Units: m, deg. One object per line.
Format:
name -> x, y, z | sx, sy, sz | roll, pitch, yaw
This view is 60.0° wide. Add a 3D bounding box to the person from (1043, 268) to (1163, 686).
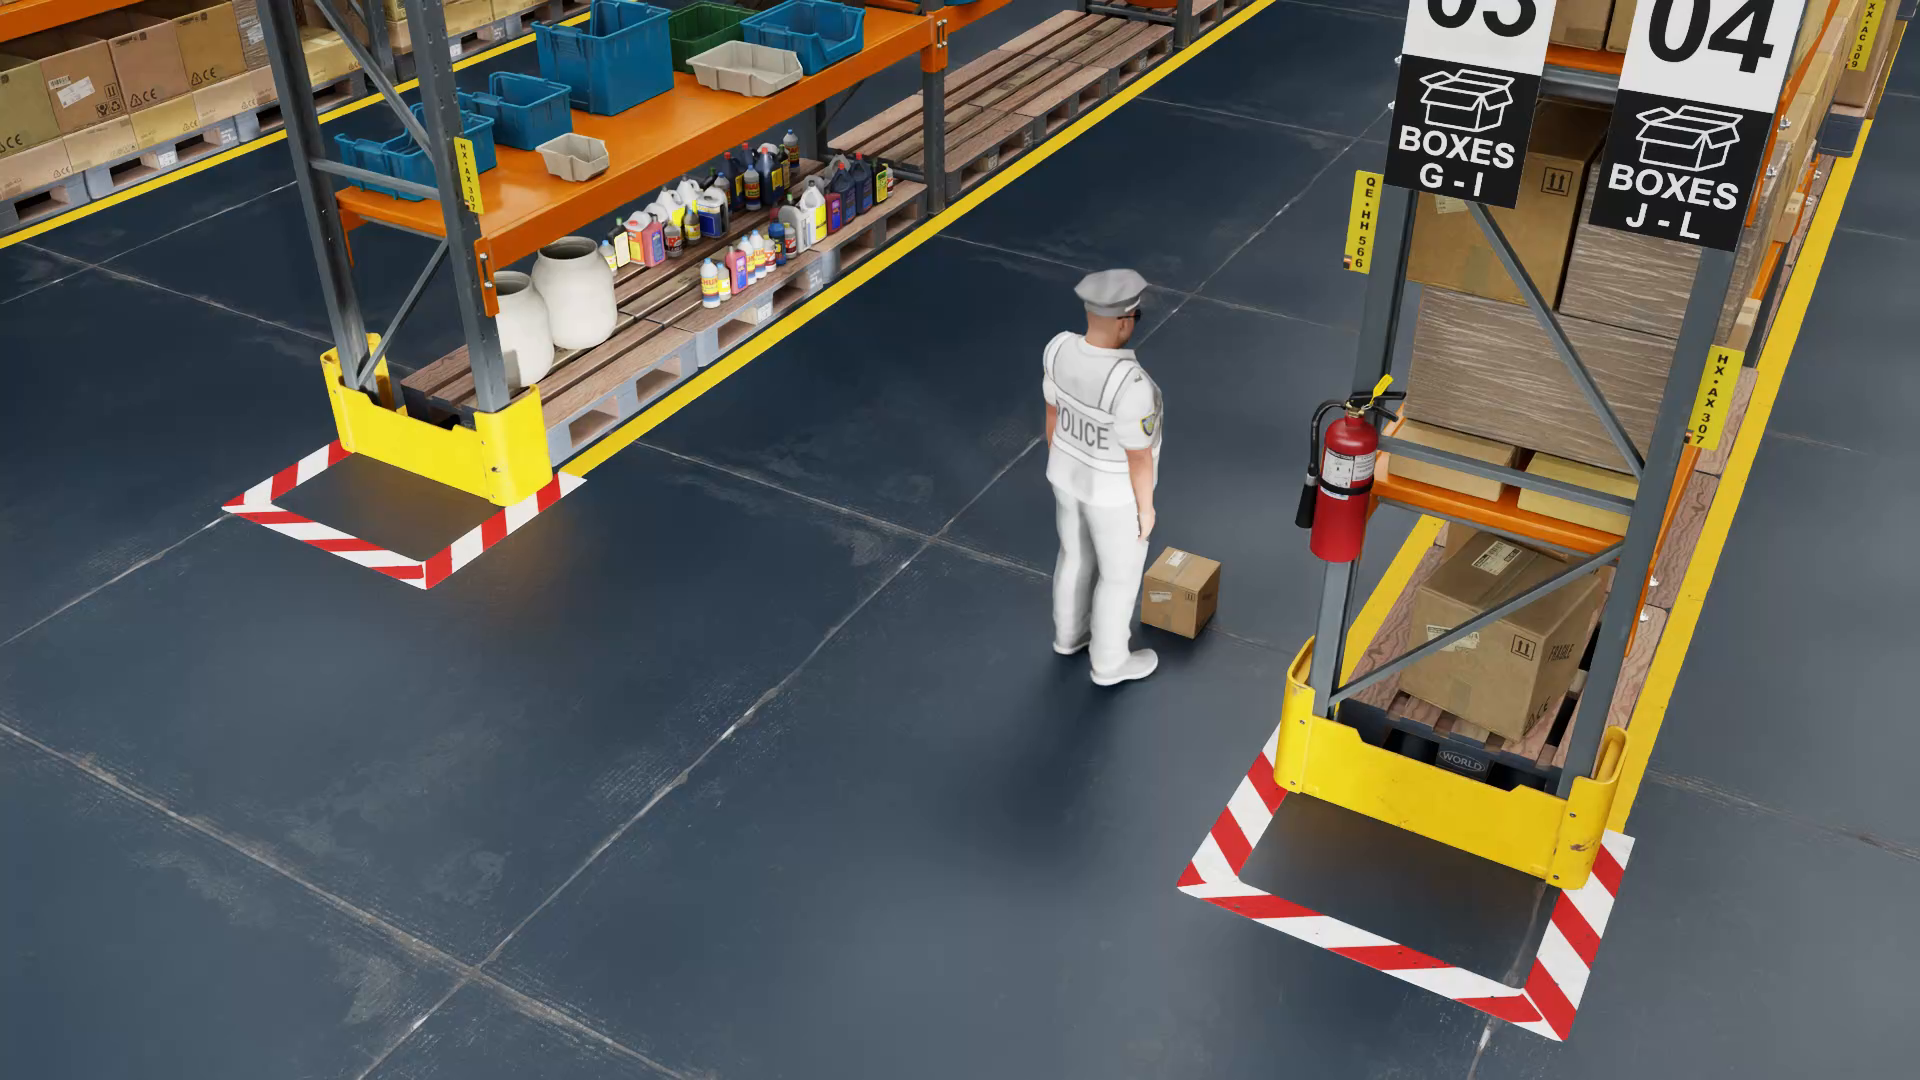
person -> 0.577, -0.223, 6.459 | 0.434, 1.758, 0.543 | -25, 41, -32
